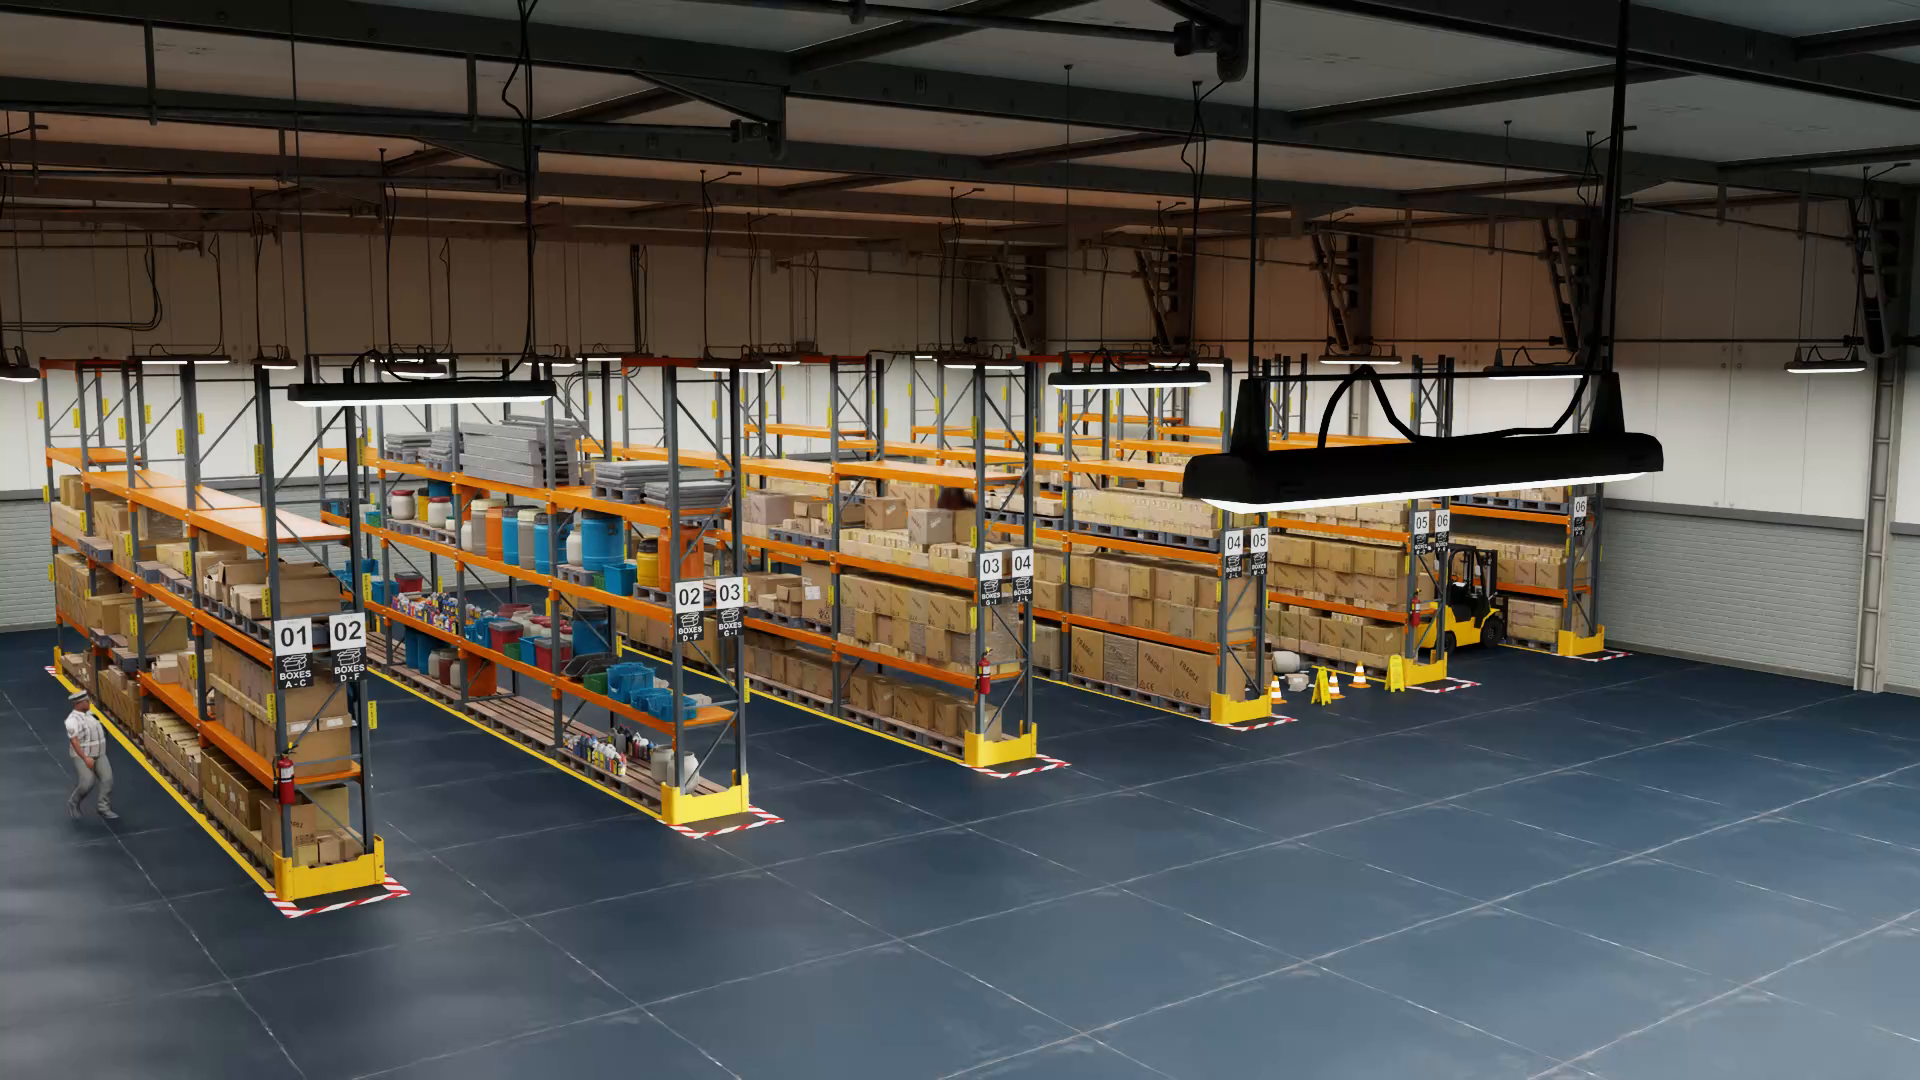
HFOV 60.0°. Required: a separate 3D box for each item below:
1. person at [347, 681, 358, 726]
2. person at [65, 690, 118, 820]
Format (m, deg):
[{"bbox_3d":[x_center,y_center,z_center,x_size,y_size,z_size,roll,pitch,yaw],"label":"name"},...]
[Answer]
[{"bbox_3d":[-10.102,2.257,27.416,0.448,1.558,0.703,-6,9,-41],"label":"person"},{"bbox_3d":[-11.525,2.858,22.076,0.646,1.743,0.580,2,7,19],"label":"person"}]
